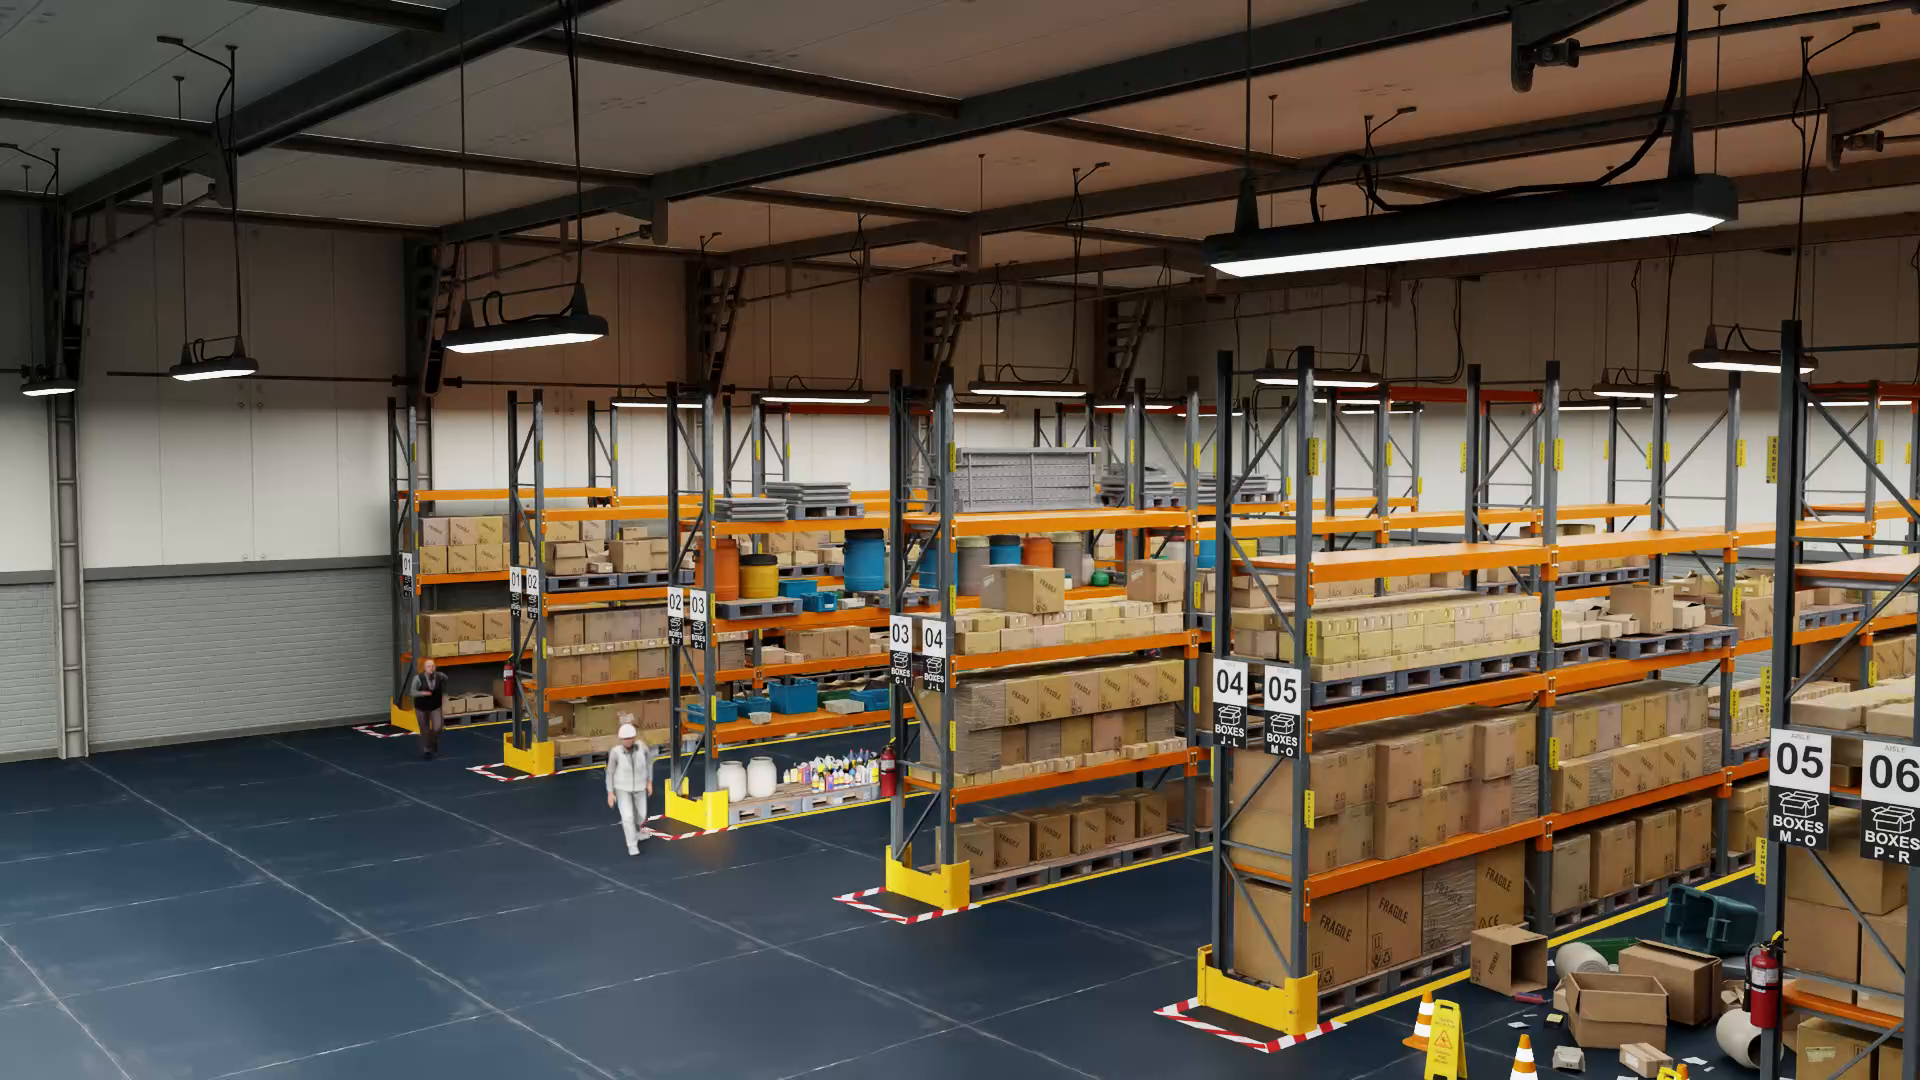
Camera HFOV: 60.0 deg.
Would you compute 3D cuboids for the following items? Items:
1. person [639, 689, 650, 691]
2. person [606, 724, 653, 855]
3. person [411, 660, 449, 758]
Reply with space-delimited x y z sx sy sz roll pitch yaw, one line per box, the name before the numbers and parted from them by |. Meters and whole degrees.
person | -5.653 2.545 29.946 0.705 1.761 0.932 2 4 29
person | -4.204 3.107 21.092 0.643 1.659 0.915 -2 4 -25
person | -8.593 2.755 27.009 0.632 1.637 0.795 -2 4 -25
